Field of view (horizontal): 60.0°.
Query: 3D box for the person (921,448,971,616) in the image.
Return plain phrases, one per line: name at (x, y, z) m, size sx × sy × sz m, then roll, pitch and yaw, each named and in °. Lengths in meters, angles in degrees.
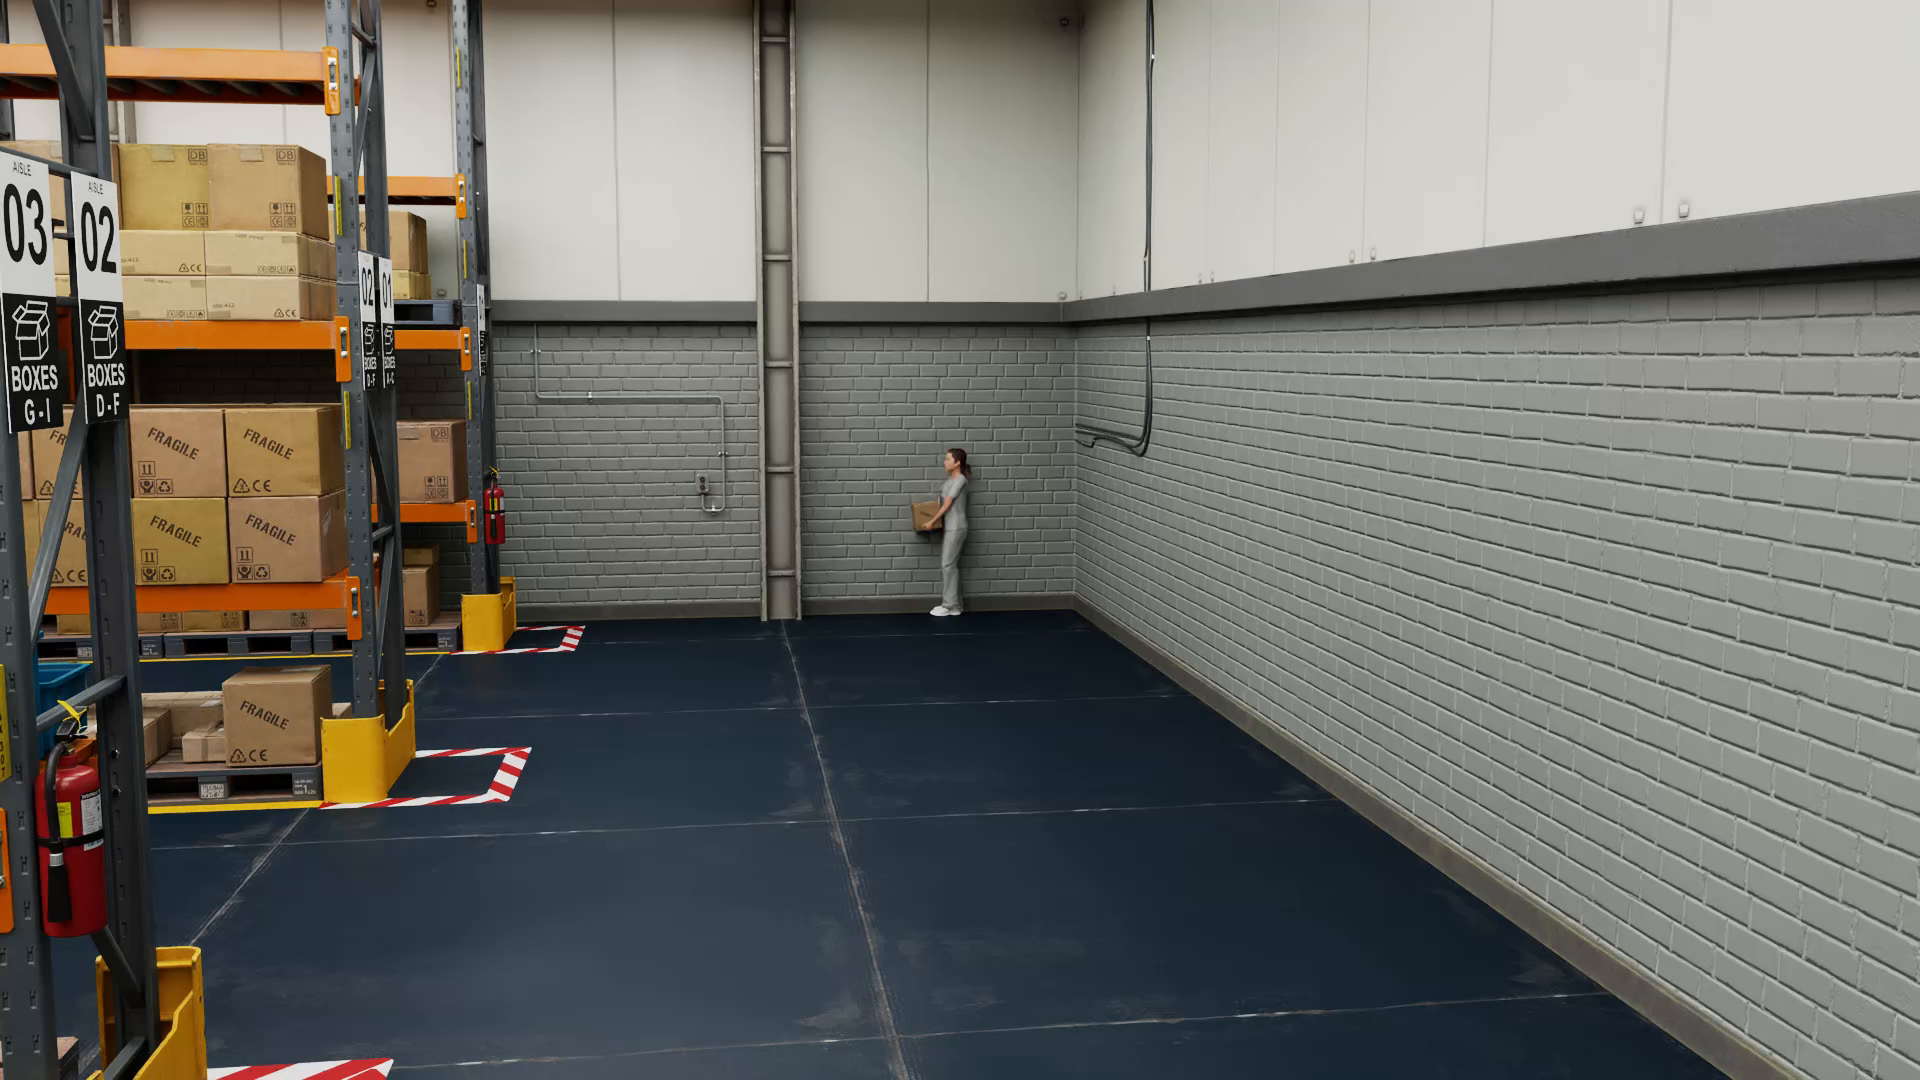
person at (-0.143, -0.081, 16.566) m, size 0.532 × 1.667 × 0.422 m, roll -1°, pitch 7°, yaw -9°
